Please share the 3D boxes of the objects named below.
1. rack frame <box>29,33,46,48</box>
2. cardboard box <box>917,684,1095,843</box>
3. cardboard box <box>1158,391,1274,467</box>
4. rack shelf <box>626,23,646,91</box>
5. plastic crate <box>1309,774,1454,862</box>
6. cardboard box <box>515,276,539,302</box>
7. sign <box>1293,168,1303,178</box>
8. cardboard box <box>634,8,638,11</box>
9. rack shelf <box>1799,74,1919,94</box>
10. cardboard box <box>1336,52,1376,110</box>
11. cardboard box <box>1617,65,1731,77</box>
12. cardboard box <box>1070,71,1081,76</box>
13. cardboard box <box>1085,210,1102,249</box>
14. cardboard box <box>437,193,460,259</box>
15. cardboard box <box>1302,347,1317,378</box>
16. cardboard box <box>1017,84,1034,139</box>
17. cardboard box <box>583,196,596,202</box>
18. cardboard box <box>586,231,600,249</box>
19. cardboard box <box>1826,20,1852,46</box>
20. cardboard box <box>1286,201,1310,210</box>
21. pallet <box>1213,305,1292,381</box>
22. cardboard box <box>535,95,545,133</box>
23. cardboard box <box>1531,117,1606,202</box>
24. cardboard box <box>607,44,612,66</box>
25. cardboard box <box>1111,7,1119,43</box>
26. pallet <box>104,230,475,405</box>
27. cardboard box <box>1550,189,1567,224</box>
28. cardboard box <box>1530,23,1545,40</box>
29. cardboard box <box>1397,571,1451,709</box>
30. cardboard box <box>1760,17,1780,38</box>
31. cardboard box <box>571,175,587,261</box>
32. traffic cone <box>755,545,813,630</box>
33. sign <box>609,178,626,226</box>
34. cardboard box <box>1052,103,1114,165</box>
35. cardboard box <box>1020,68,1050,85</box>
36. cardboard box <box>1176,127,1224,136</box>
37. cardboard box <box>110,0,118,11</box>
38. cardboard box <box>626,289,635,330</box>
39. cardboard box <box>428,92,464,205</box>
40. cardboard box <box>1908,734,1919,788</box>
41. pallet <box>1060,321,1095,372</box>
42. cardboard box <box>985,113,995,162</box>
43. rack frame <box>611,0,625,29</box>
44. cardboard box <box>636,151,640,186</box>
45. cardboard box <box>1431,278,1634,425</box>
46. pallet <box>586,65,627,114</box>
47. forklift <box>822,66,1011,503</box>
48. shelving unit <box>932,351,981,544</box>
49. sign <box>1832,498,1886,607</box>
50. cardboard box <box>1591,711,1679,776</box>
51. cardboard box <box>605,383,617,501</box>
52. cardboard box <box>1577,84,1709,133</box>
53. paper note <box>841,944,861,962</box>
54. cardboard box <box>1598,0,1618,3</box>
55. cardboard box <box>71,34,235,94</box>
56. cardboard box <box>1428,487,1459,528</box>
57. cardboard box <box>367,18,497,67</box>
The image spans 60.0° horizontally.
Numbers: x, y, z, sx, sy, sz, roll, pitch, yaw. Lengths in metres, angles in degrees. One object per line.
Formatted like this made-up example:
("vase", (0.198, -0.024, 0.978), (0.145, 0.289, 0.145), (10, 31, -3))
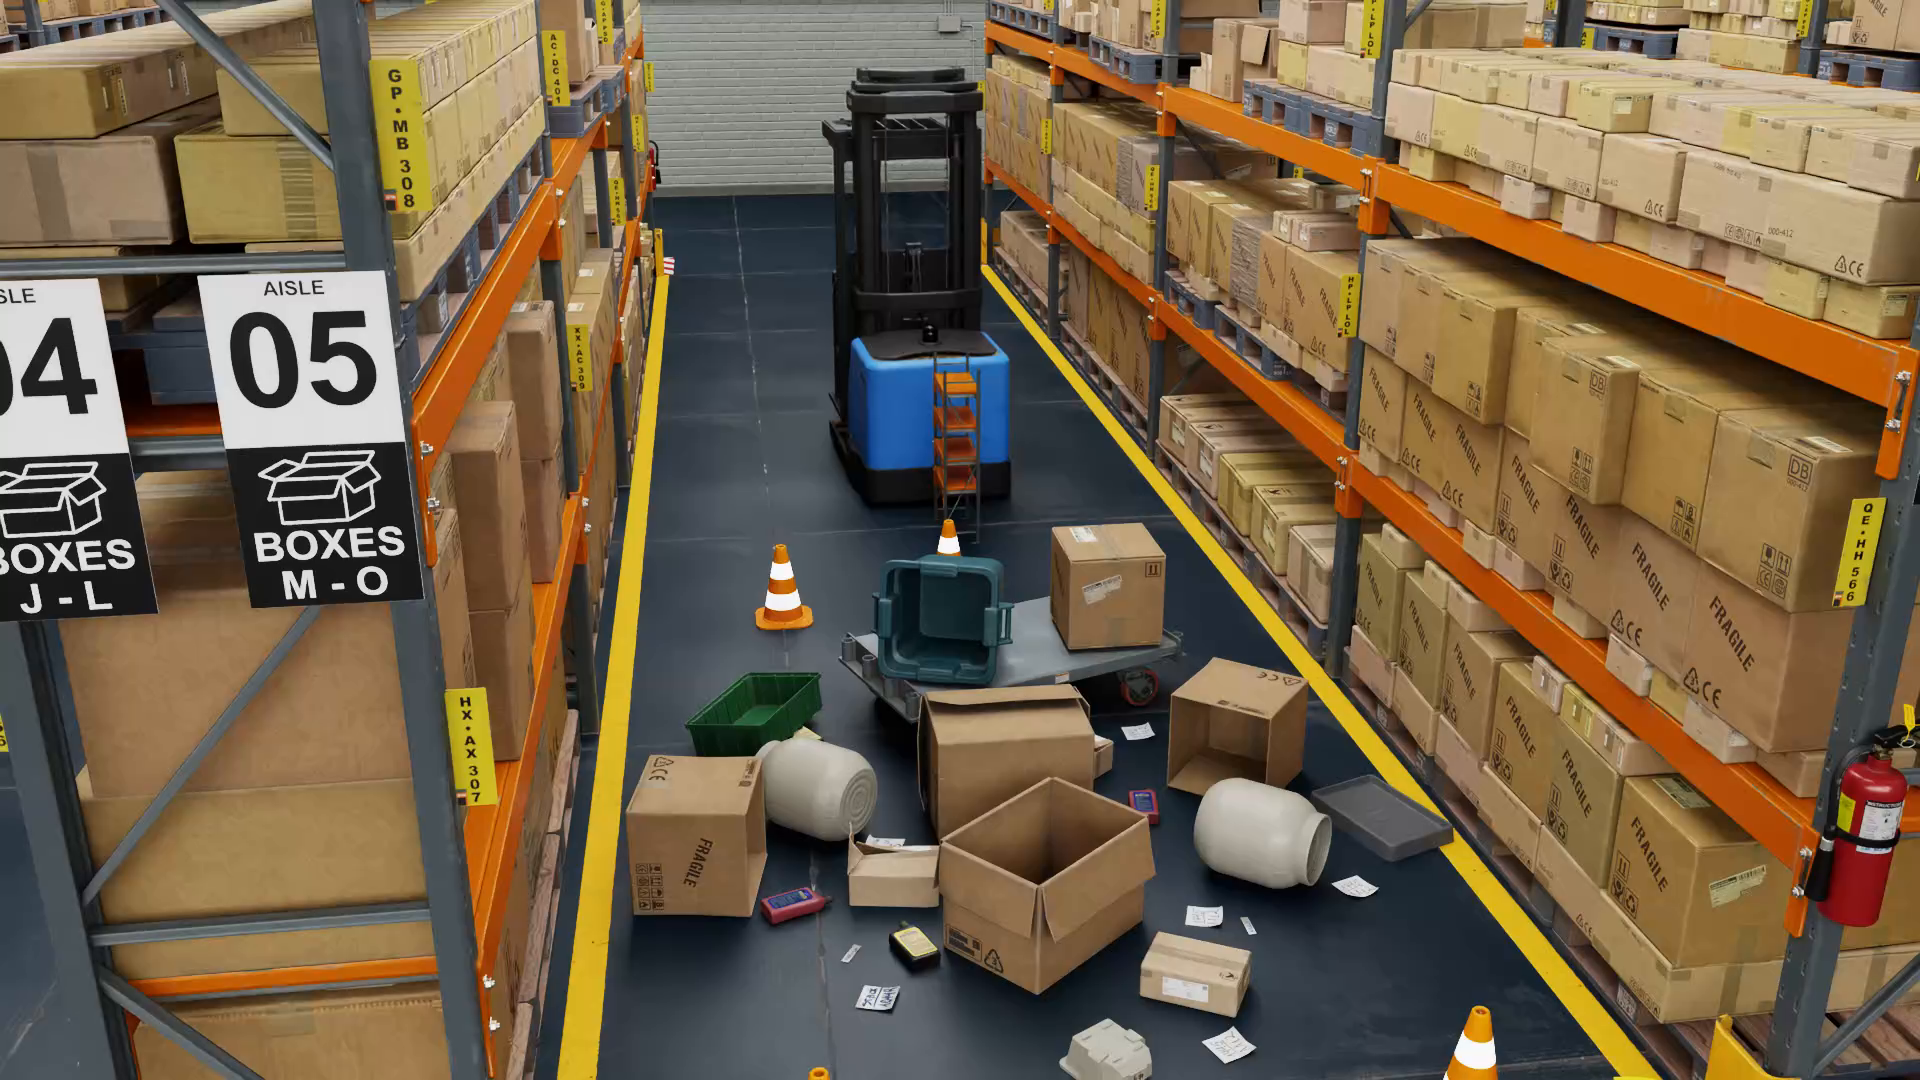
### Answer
("rack frame", (-8.430, -2.949, 14.825), (1.000, 3.000, 0.127), (-3, 21, -8))
("cardboard box", (0.205, 1.008, 7.604), (0.797, 0.637, 0.503), (-3, 21, -8))
("cardboard box", (2.024, -0.833, 12.316), (0.950, 0.372, 0.625), (-4, 21, -11))
("rack shelf", (-3.796, -4.925, 16.856), (1.077, 0.370, 4.000), (-3, 21, -8))
("plastic crate", (1.944, 1.274, 7.692), (0.402, 0.080, 0.583), (-11, 23, -26))
("cardboard box", (-2.335, -0.841, 7.423), (0.875, 0.550, 0.550), (-3, 21, -8))
("sign", (2.488, -2.600, 12.348), (0.100, 0.325, 0.005), (-3, 21, -8))
("cardboard box", (-3.618, -5.391, 17.291), (0.500, 0.250, 0.500), (-2, 21, -5))
("rack shelf", (7.152, -2.691, 10.876), (1.077, 0.370, 4.000), (-3, 21, -8))
("cardboard box", (2.302, -2.406, 8.697), (0.500, 0.250, 0.500), (-3, 21, -9))
("cardboard box", (2.957, -1.881, 6.898), (0.380, 0.149, 0.250), (-3, 21, -9))
("cardboard box", (1.354, -4.830, 17.362), (0.380, 0.149, 0.250), (-3, 21, -8))
("cardboard box", (1.375, -2.682, 14.324), (0.500, 0.250, 0.500), (-3, 21, -9))
("cardboard box", (-1.583, -0.850, 4.534), (0.380, 0.149, 0.250), (-3, 21, -8))
("cardboard box", (2.161, -1.014, 9.404), (0.380, 0.149, 0.250), (-4, 21, -9))
("cardboard box", (0.887, -4.465, 17.313), (0.500, 0.500, 0.500), (-3, 21, -7))
("cardboard box", (-2.878, -2.485, 12.490), (0.380, 0.149, 0.250), (-3, 21, -8))
("cardboard box", (-2.802, -2.175, 12.086), (0.380, 0.149, 0.250), (-2, 21, -5))
("cardboard box", (6.614, -3.719, 12.189), (0.380, 0.166, 0.250), (-3, 21, -8))
("cardboard box", (2.453, -1.950, 10.983), (0.500, 0.500, 0.500), (-4, 21, -11))
("pallet", (2.279, -1.291, 10.659), (1.003, 0.211, 1.213), (-3, 21, -8))
("cardboard box", (-1.985, -1.815, 7.118), (0.380, 0.149, 0.250), (-3, 21, -8))
("cardboard box", (2.540, -1.460, 6.341), (0.500, 0.250, 0.500), (-3, 21, -7))
("cardboard box", (-2.829, -3.615, 12.178), (0.500, 0.500, 0.500), (-3, 21, -8))
("cardboard box", (1.408, -4.062, 13.110), (0.396, 0.266, 0.258), (-3, 21, -9))
("pallet", (-1.895, -0.629, 4.454), (1.003, 0.211, 1.213), (-3, 21, -8))
("cardboard box", (2.553, -1.311, 6.512), (0.380, 0.149, 0.250), (-3, 21, -7))
("cardboard box", (5.943, -5.097, 16.649), (0.380, 0.149, 0.250), (-3, 21, -8))
("cardboard box", (2.436, 0.464, 7.945), (0.500, 0.500, 0.500), (-2, 21, -6))
("cardboard box", (6.557, -4.039, 13.099), (0.380, 0.149, 0.250), (-3, 21, -9))
("cardboard box", (-2.876, -2.139, 11.083), (0.700, 0.500, 0.500), (-3, 21, -8))
("traffic cone", (-1.053, 0.254, 9.876), (0.336, 0.463, 0.334), (-3, 21, -8))
("sign", (-2.382, -2.351, 11.568), (0.100, 0.325, 0.005), (-3, 21, -8))
("cardboard box", (1.155, -3.797, 15.524), (0.500, 0.500, 0.500), (-3, 21, -7))
("cardboard box", (0.845, -4.889, 17.519), (0.380, 0.149, 0.250), (-3, 21, -8))
("cardboard box", (1.983, -3.113, 13.693), (0.500, 0.500, 0.500), (-2, 21, -6))
("cardboard box", (-8.795, -5.475, 16.414), (0.700, 0.500, 0.500), (-4, 21, -11))
("cardboard box", (-2.999, -1.935, 14.011), (0.500, 0.250, 0.500), (-4, 21, -10))
("cardboard box", (-1.668, -1.083, 4.588), (0.500, 0.250, 0.500), (-3, 21, -8))
("cardboard box", (3.262, 0.696, 5.426), (0.380, 0.149, 0.250), (-3, 21, -8))
("pallet", (1.562, -1.879, 15.946), (1.003, 0.211, 1.213), (-3, 21, -8))
("cardboard box", (0.585, -4.700, 19.370), (0.500, 0.500, 0.500), (-3, 21, -8))
("rack frame", (-3.508, -5.975, 14.351), (1.000, 3.000, 0.127), (-3, 21, -8))
("cardboard box", (-3.408, -3.705, 16.282), (0.500, 0.500, 0.500), (-3, 21, -8))
("cardboard box", (2.476, -0.817, 7.120), (0.700, 0.500, 0.500), (-3, 21, -9))
("pallet", (-2.786, -2.876, 10.611), (1.213, 0.211, 1.003), (-2, 21, -5))
("forklift", (-0.433, -2.117, 12.696), (1.130, 2.935, 3.031), (-4, 21, -11))
("shelving unit", (-0.024, -0.619, 11.160), (0.258, 1.200, 0.503), (-3, 21, -8))
("sign", (2.554, 0.037, 4.725), (0.100, 0.325, 0.005), (-3, 21, -8))
("cardboard box", (2.613, 0.754, 6.240), (0.380, 0.149, 0.250), (-2, 21, -6))
("cardboard box", (-2.932, -0.707, 11.436), (1.050, 0.750, 0.750), (-3, 21, -8))
("cardboard box", (2.511, -1.587, 6.109), (0.380, 0.149, 0.250), (-2, 21, -6))
("paper note", (-0.440, 1.672, 6.725), (0.032, 0.001, 0.123), (8, 22, 20))
("cardboard box", (6.063, -4.979, 15.163), (0.380, 0.149, 0.250), (-3, 21, -9))
("cardboard box", (-2.307, -1.365, 4.772), (0.380, 0.149, 0.250), (-3, 21, -8))
("cardboard box", (2.415, -0.173, 7.752), (0.380, 0.149, 0.250), (-2, 21, -6))
("cardboard box", (-1.767, -1.663, 5.570), (0.380, 0.149, 0.250), (-3, 21, -7))
